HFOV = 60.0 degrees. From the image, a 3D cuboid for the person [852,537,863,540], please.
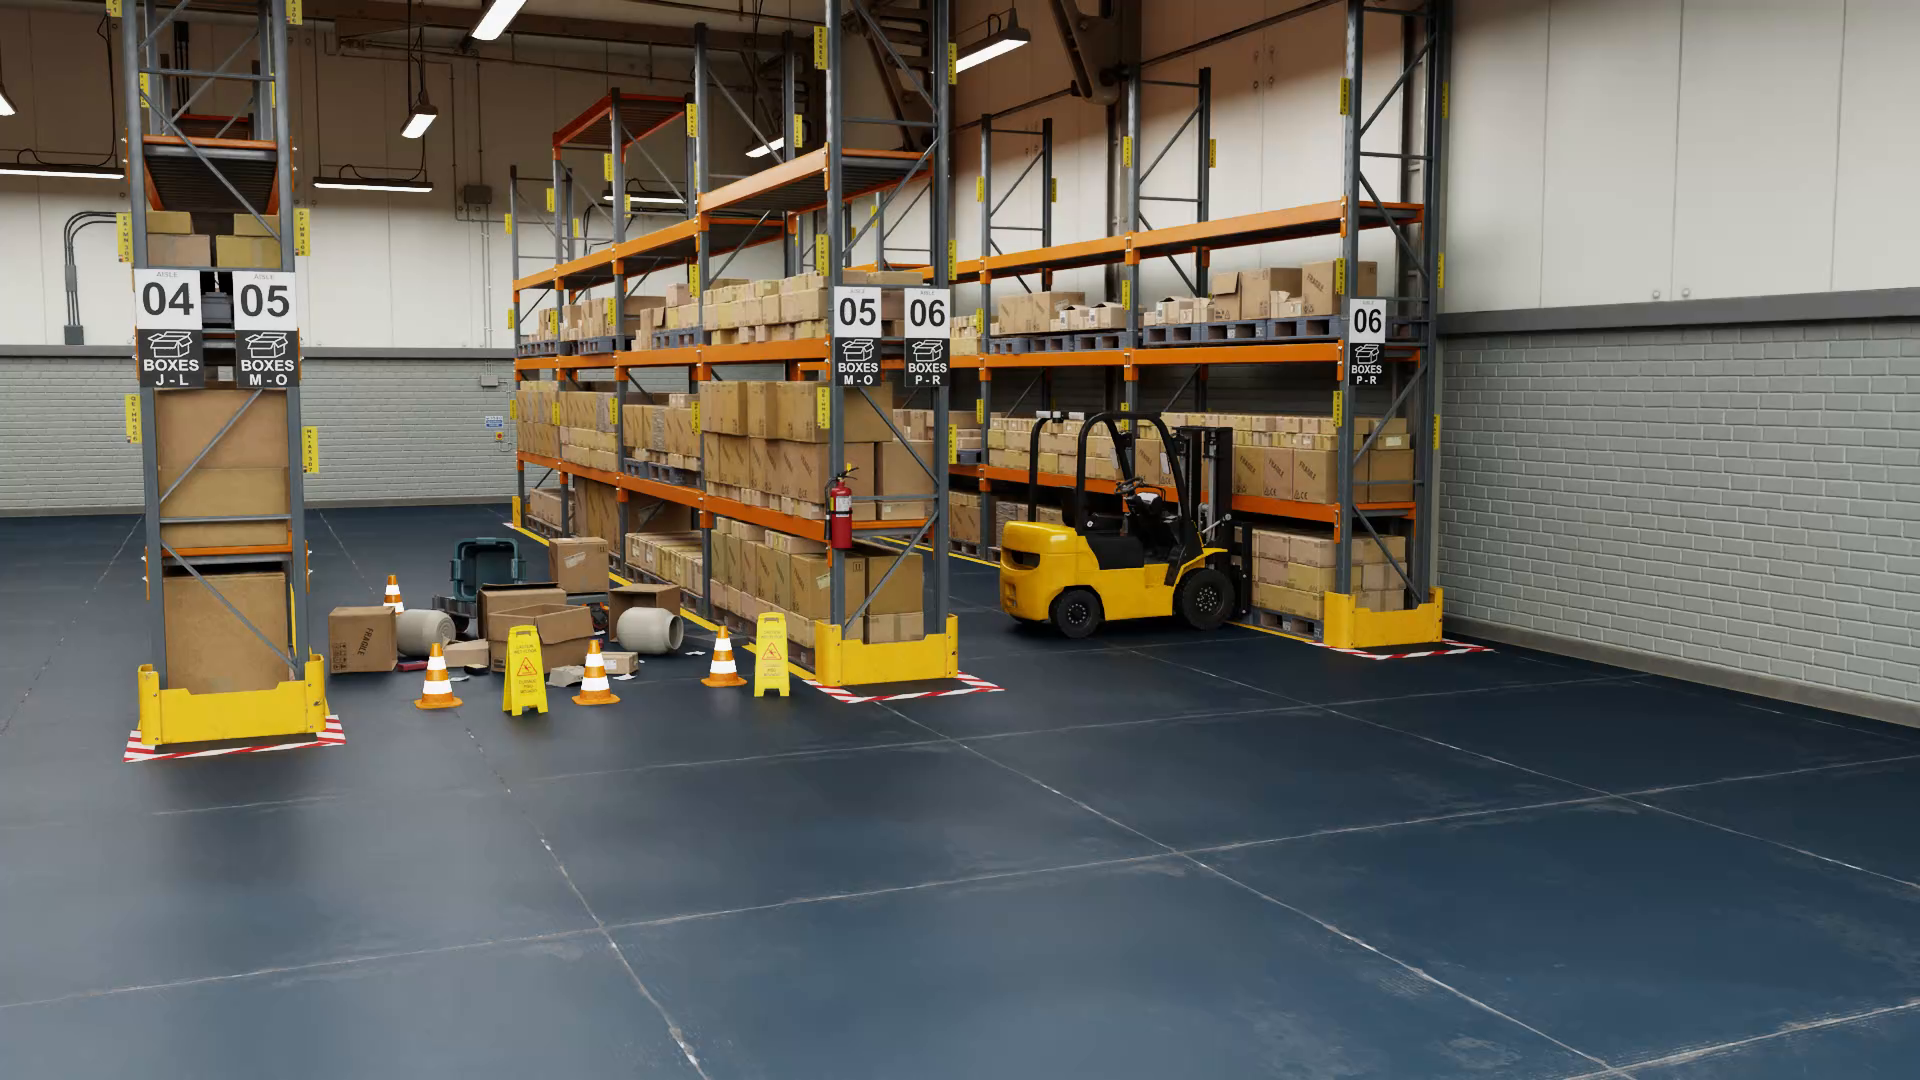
[{"bbox_3d":[-1.329,-0.267,19.738,0.442,1.630,0.969,-3,6,-26],"label":"person"}]
